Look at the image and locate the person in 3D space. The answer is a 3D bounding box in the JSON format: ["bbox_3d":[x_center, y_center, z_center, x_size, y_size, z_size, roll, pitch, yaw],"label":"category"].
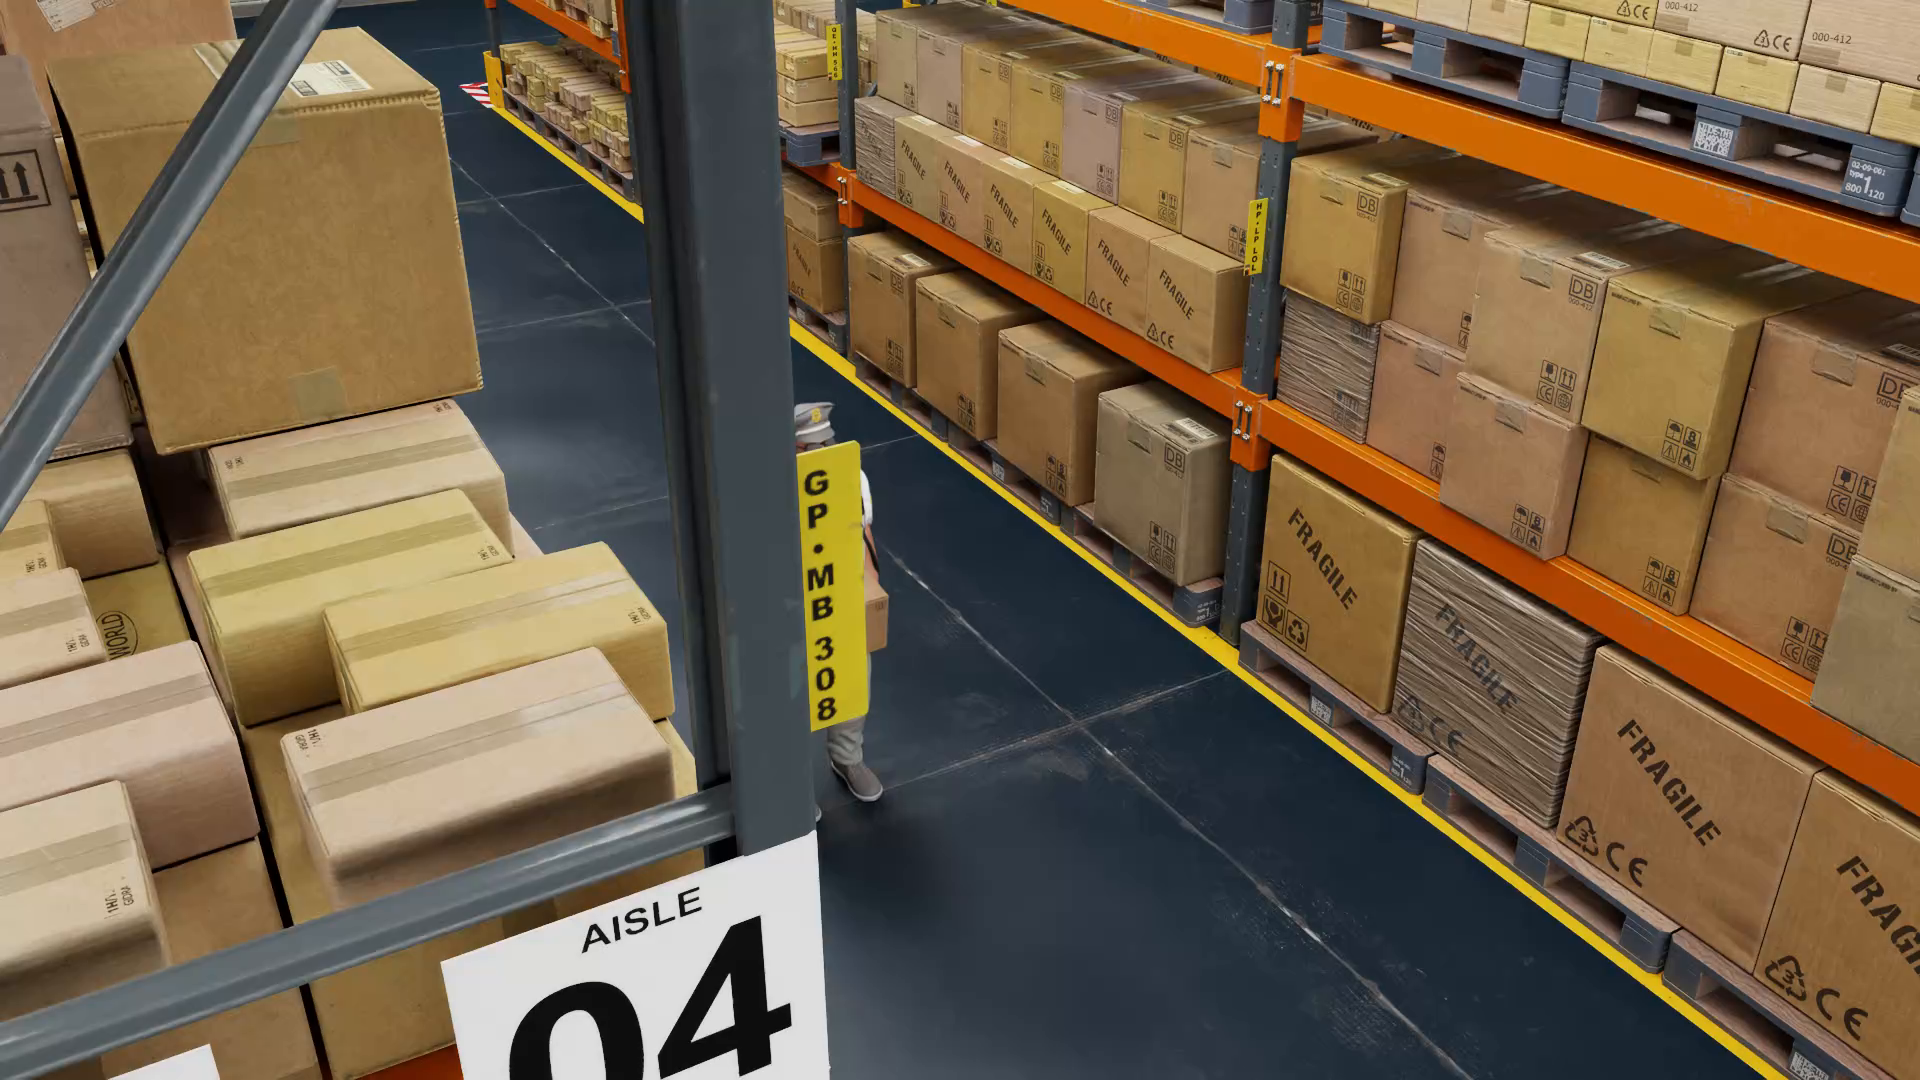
[{"bbox_3d":[-0.521,0.308,6.544,0.493,1.770,0.542,-15,32,-26],"label":"person"}]
